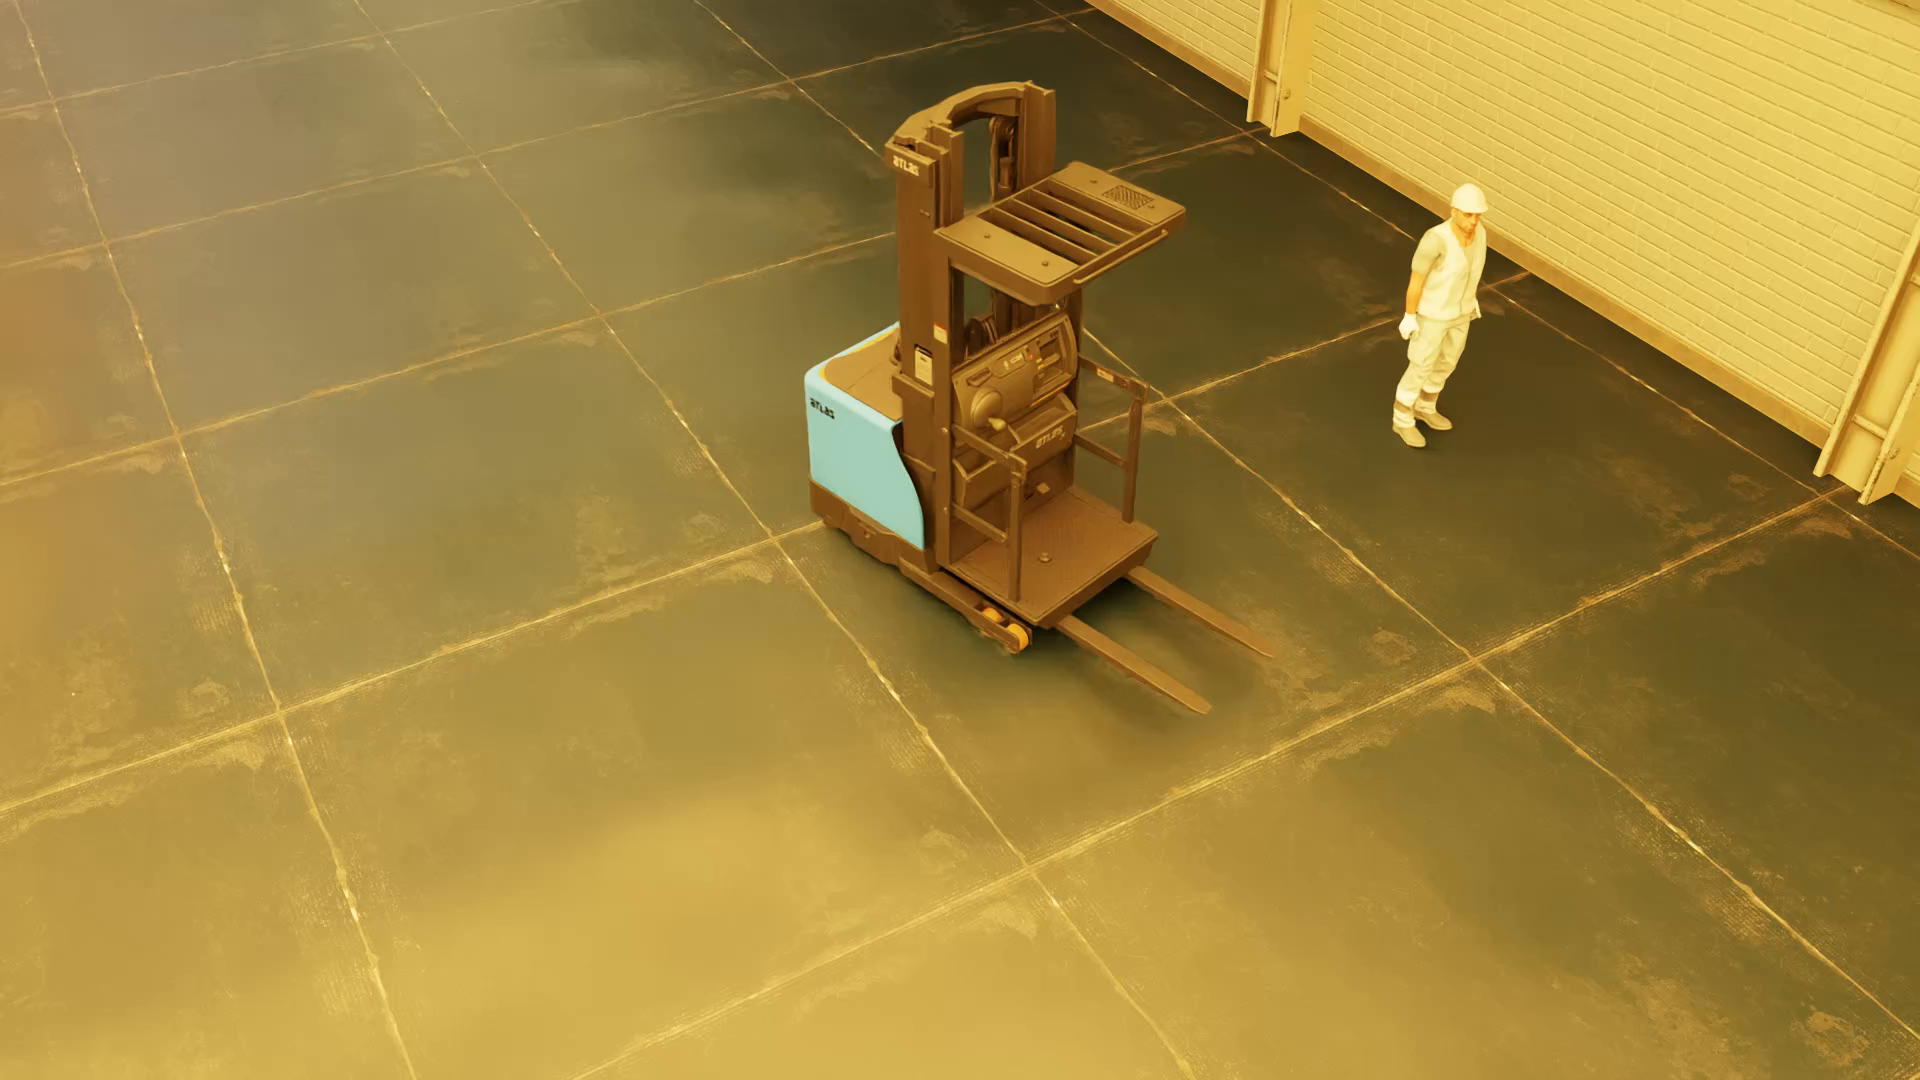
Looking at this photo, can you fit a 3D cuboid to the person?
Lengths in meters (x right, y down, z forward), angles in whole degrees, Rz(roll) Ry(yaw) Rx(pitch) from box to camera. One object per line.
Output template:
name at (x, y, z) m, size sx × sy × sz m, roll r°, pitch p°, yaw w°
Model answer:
person at (3.118, -1.446, 10.675) m, size 0.626 × 1.794 × 0.383 m, roll -21°, pitch 44°, yaw -23°

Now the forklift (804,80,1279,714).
forklift at (0.461, -0.857, 9.070) m, size 3.031 × 2.935 × 1.130 m, roll 32°, pitch 49°, yaw 33°
